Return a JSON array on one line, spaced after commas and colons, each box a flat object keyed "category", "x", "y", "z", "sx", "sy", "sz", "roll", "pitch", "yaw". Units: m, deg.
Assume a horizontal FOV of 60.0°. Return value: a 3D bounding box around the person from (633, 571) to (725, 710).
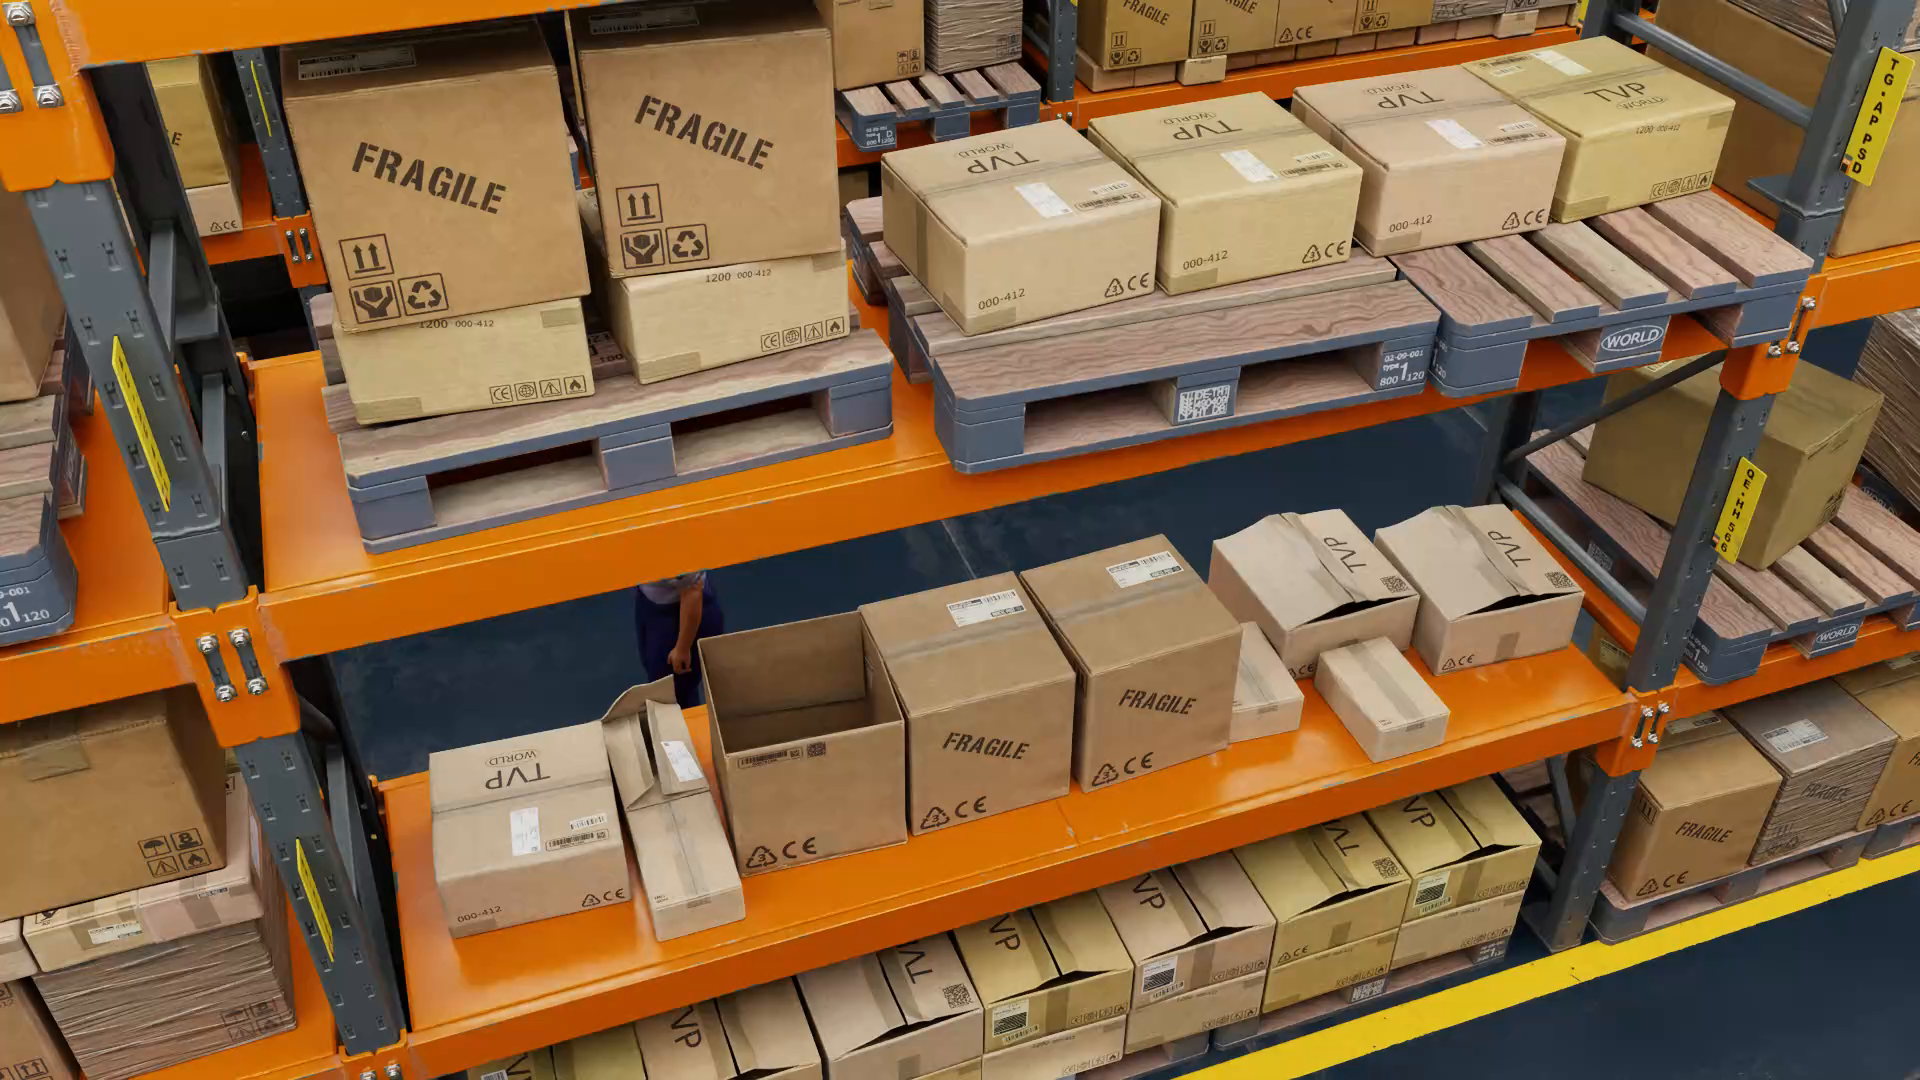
[{"category": "person", "x": -1.151, "y": 0.288, "z": 6.433, "sx": 0.427, "sy": 1.636, "sz": 0.562, "roll": -15, "pitch": 40, "yaw": -18}]
